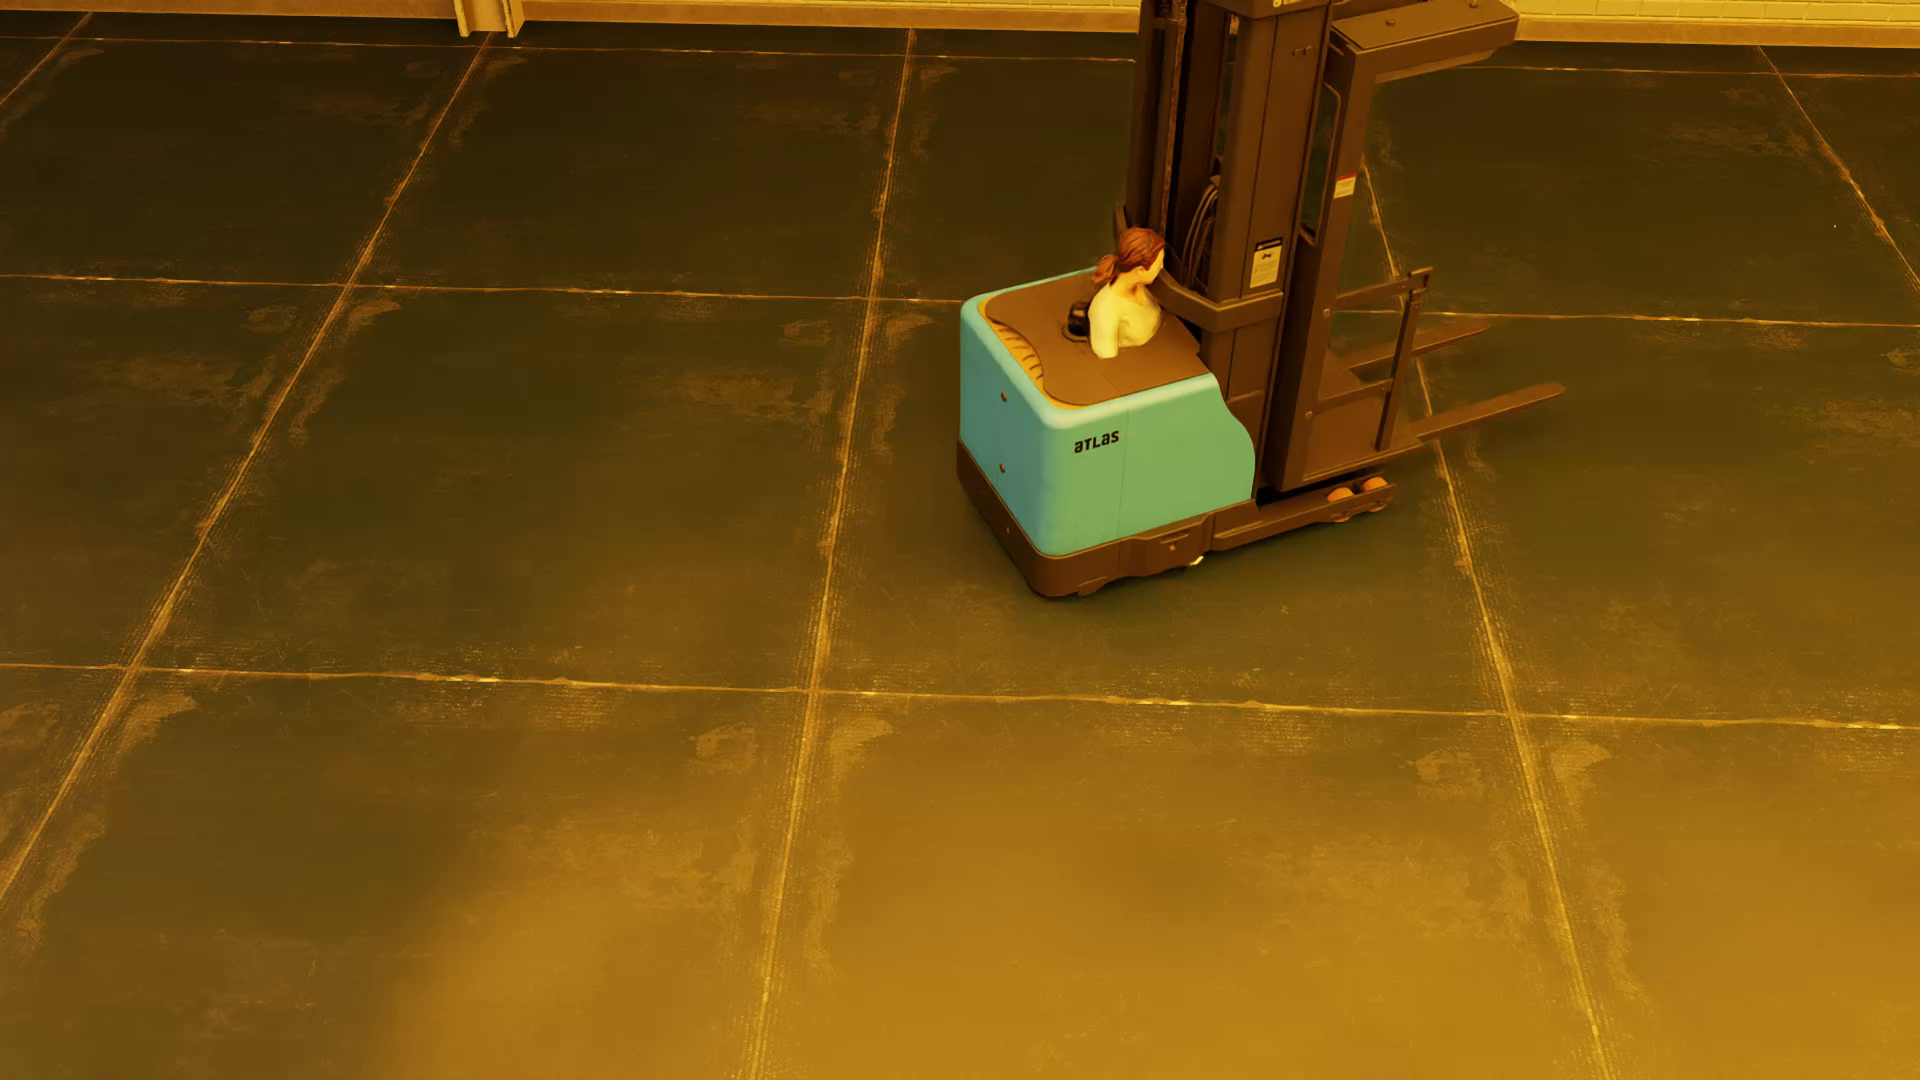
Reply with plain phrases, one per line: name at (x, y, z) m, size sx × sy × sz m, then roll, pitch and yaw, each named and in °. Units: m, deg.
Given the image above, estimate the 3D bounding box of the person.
person at (0.871, -0.670, 7.471) m, size 0.756 × 1.601 × 0.641 m, roll 20°, pitch 46°, yaw 21°

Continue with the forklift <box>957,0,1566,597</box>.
forklift at (1.551, -1.479, 7.363) m, size 3.031 × 2.935 × 1.130 m, roll -16°, pitch 45°, yaw -17°
